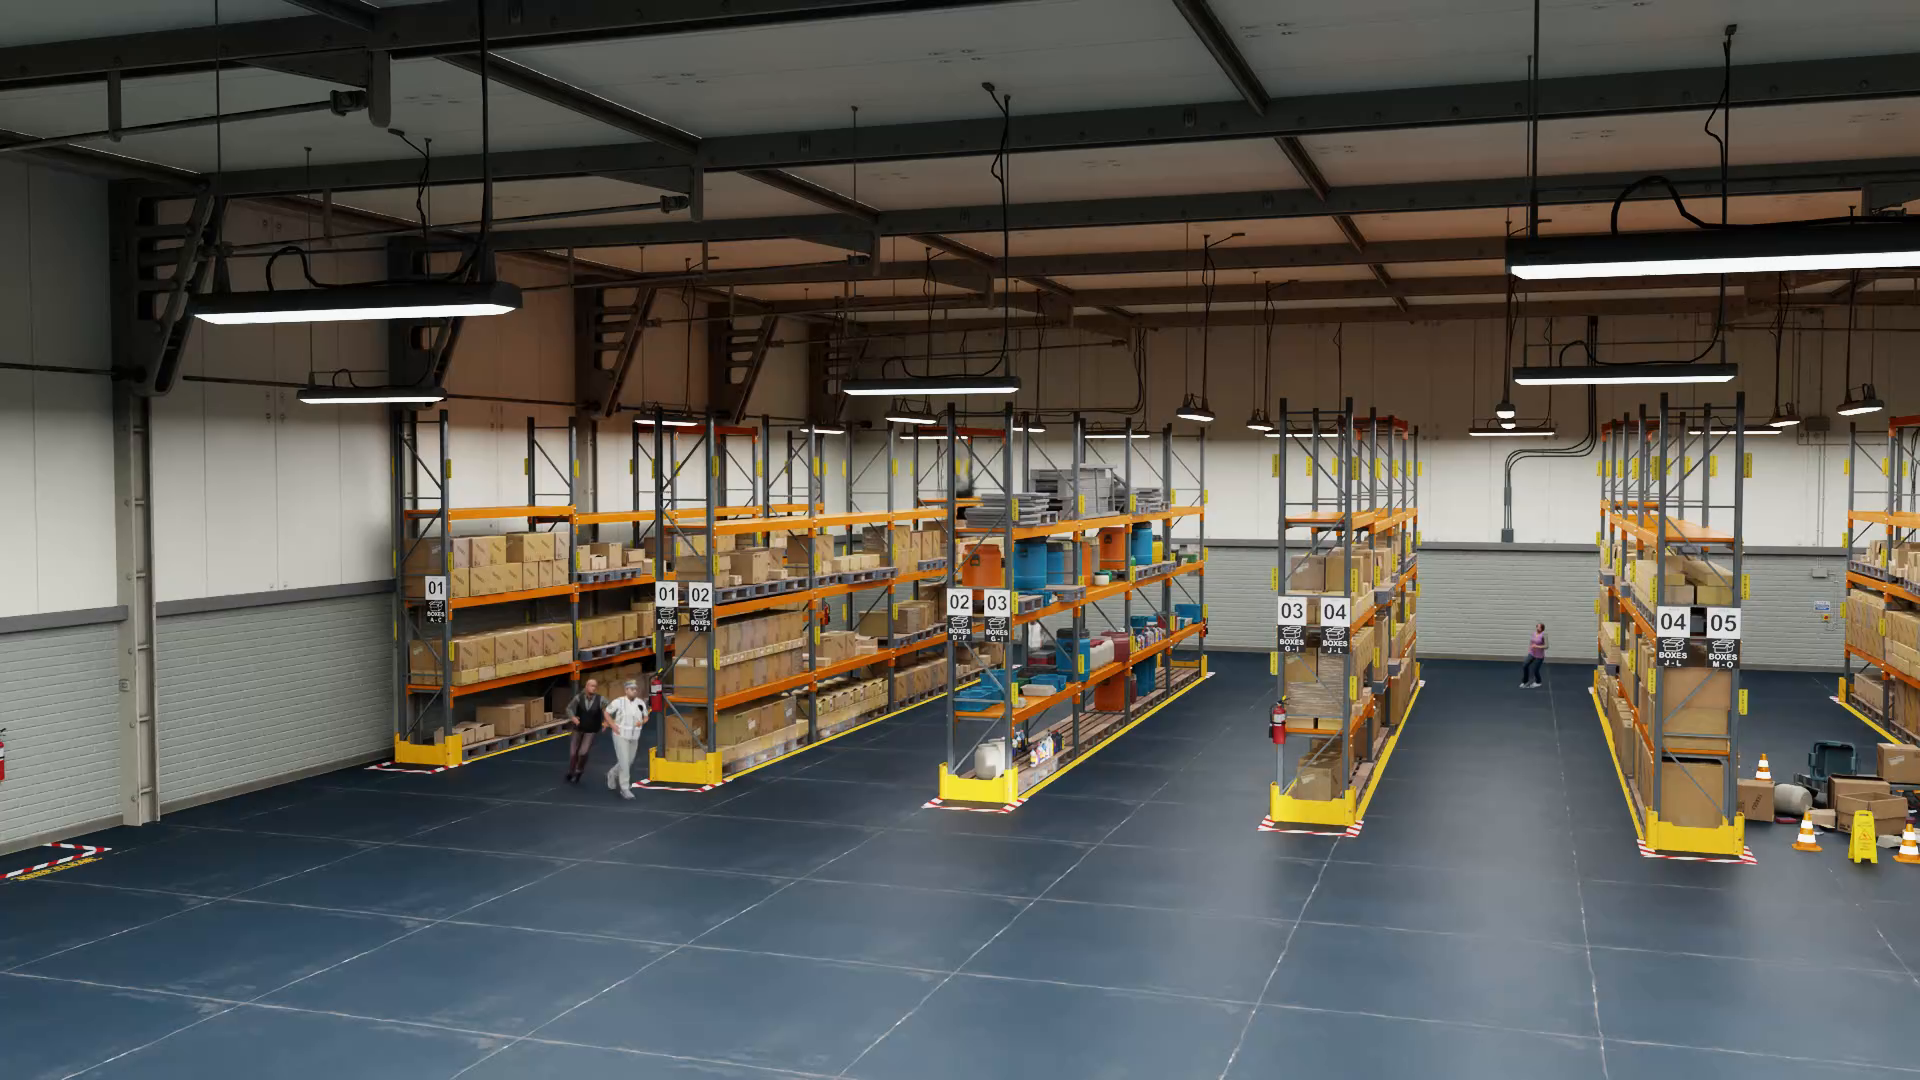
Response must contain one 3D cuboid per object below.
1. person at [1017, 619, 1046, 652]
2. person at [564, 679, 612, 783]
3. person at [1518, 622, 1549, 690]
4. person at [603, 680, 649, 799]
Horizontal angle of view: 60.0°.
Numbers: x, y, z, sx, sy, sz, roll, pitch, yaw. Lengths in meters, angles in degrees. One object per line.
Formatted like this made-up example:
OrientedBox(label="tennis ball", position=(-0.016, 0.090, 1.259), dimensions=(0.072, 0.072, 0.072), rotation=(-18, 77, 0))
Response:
OrientedBox(label="person", position=(1.655, 2.483, 38.494), dimensions=(0.657, 1.768, 0.775), rotation=(0, 2, 7))
OrientedBox(label="person", position=(-5.965, 3.054, 26.578), dimensions=(0.797, 1.664, 0.690), rotation=(0, 2, -1))
OrientedBox(label="person", position=(13.058, 2.631, 37.596), dimensions=(0.647, 1.541, 0.641), rotation=(-2, 3, -36))
OrientedBox(label="person", position=(-5.122, 3.038, 25.662), dimensions=(0.678, 1.783, 0.907), rotation=(-2, 3, -42))
